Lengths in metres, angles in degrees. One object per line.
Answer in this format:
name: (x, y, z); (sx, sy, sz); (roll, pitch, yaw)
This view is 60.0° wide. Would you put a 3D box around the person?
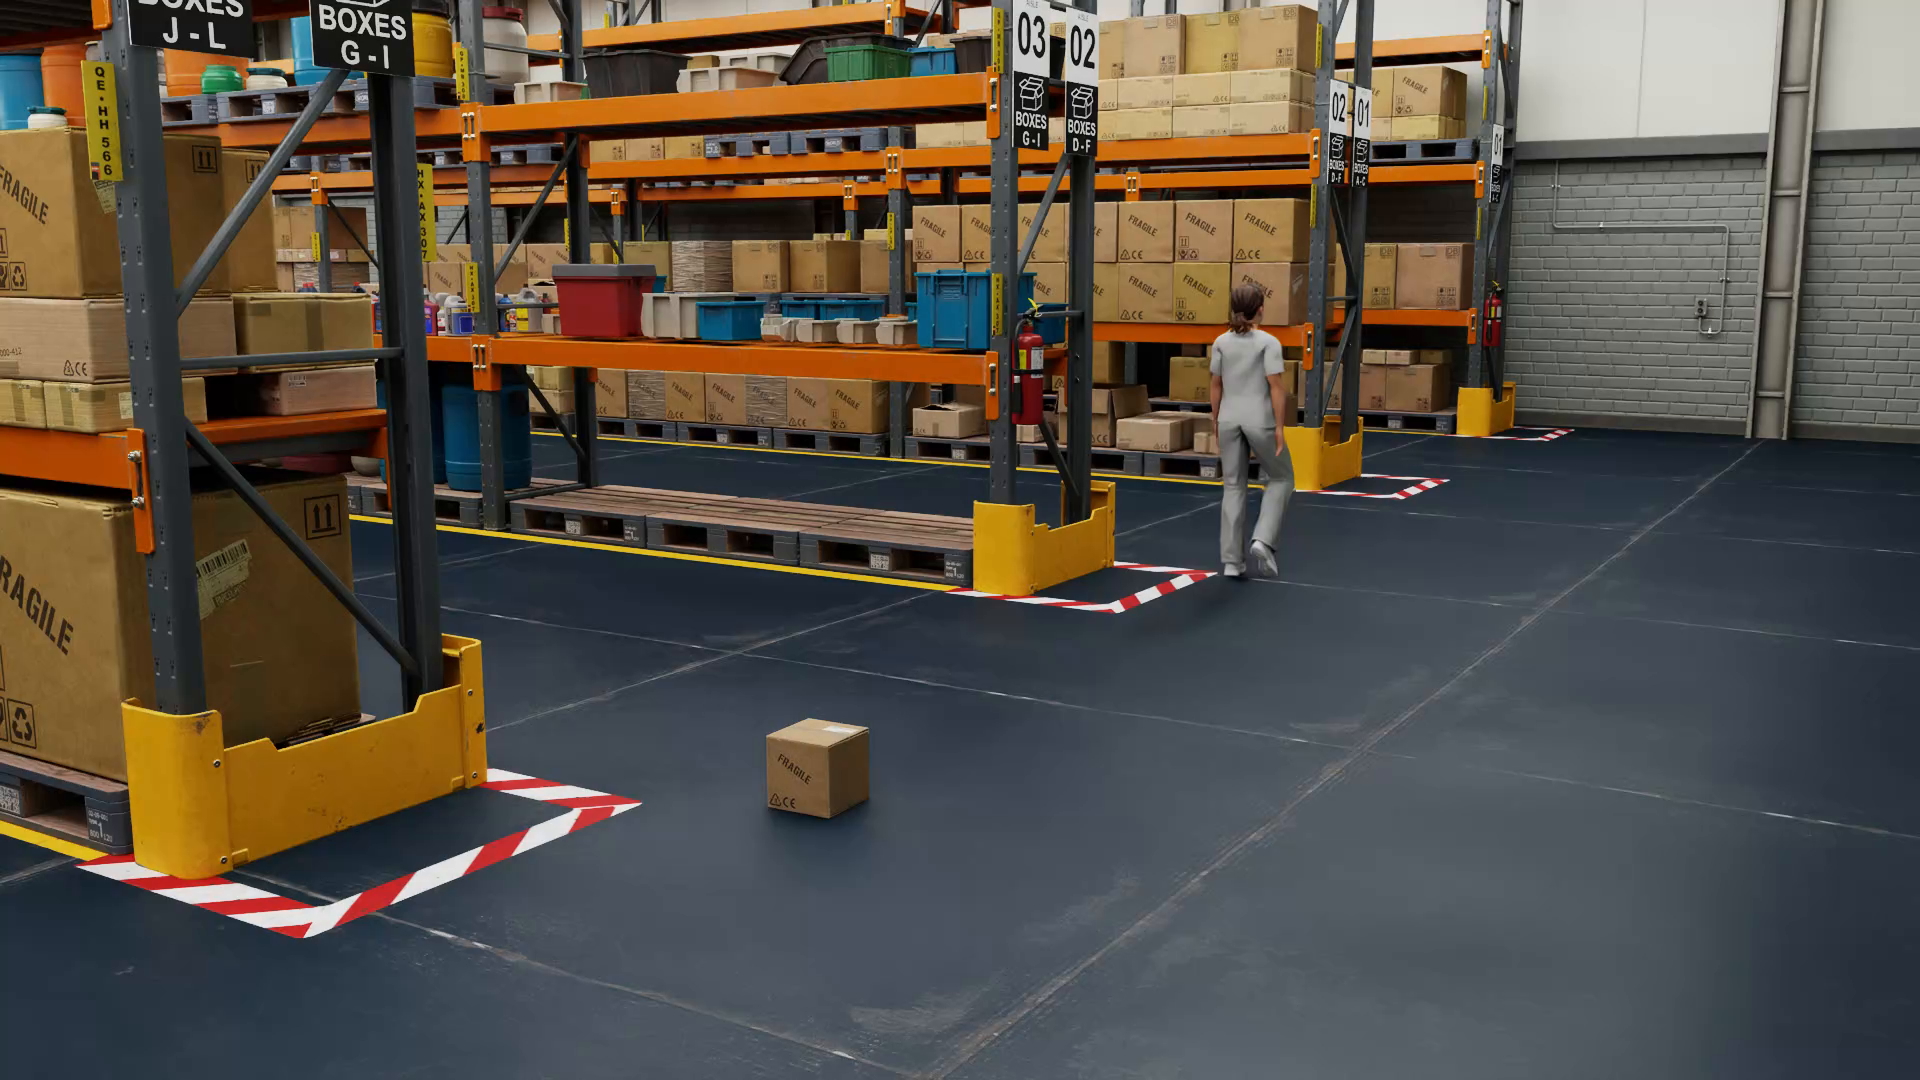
person: (1.659, -0.621, 9.563); (0.494, 1.693, 0.478); (5, 11, 30)
